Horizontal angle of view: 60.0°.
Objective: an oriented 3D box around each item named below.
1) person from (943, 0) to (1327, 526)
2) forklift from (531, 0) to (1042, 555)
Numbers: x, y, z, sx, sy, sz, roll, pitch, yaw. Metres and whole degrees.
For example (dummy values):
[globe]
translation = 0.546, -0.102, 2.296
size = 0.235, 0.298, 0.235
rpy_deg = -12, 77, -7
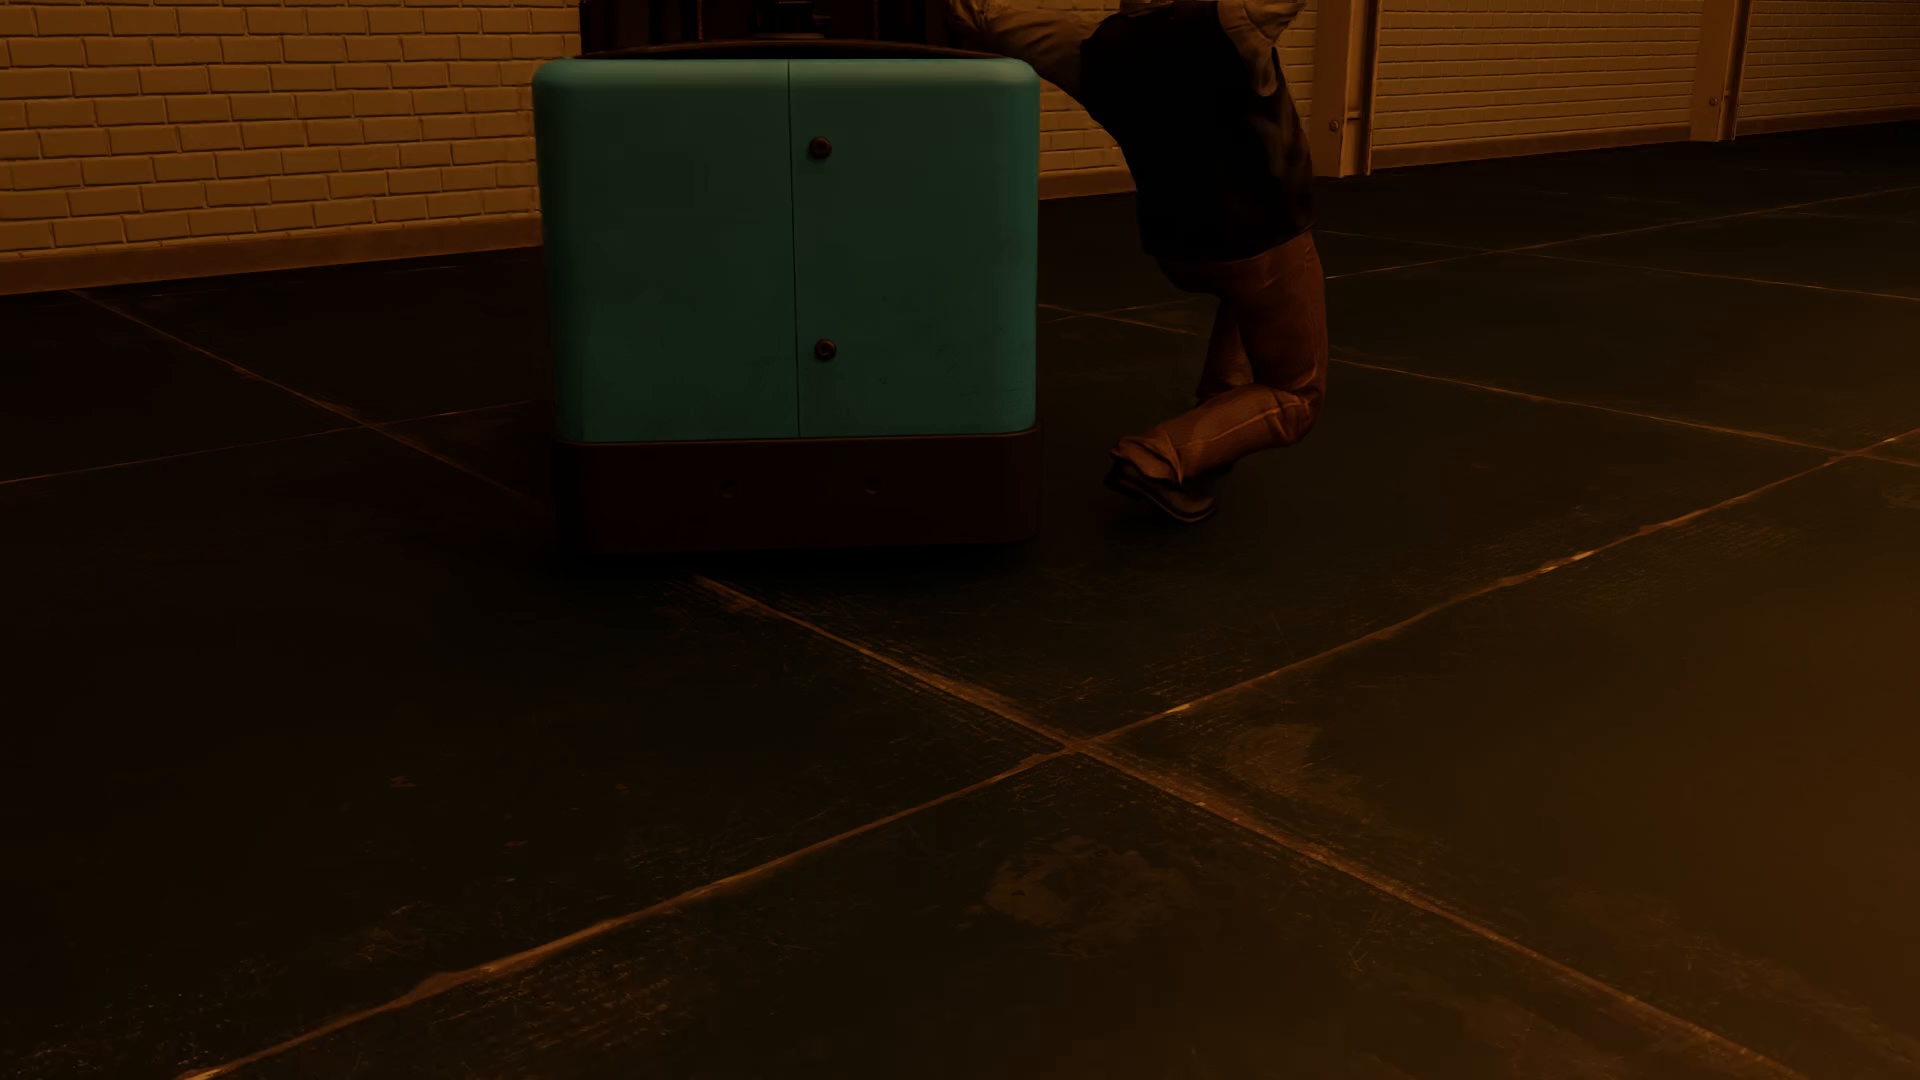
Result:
[person]
translation = 0.477, -0.889, 4.149
size = 0.852, 1.584, 1.079
rpy_deg = -14, 22, -39
[forklift]
translation = -0.479, -1.760, 4.566
size = 1.130, 2.935, 3.031
rpy_deg = -2, 17, -5
